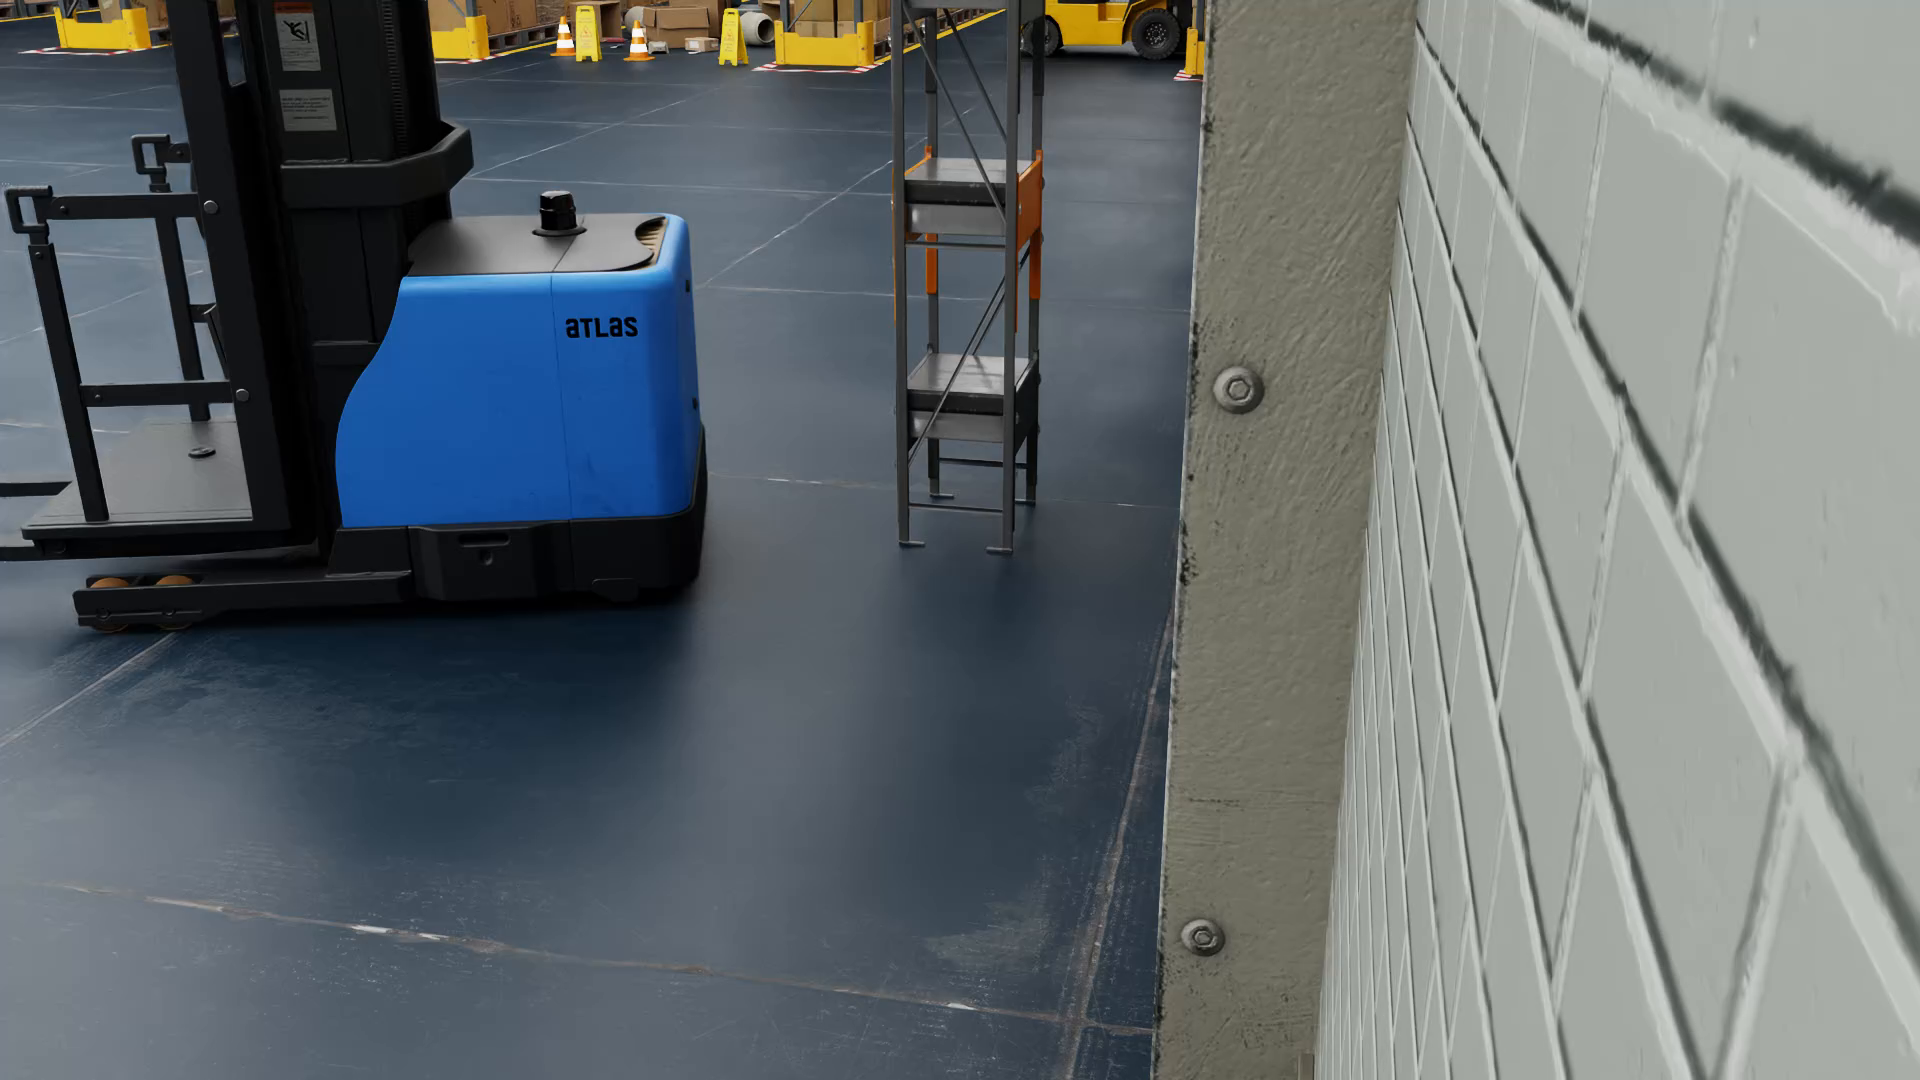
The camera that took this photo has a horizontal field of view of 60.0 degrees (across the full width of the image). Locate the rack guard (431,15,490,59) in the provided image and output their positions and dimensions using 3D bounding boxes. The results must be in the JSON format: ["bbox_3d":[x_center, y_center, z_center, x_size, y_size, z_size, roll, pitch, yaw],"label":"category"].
[{"bbox_3d":[-6.529,-6.329,20.887,1.175,0.500,0.348,4,22,11],"label":"rack guard"}]

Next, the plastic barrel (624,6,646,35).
[{"bbox_3d":[-4.438,-7.233,23.235,0.421,0.421,0.512,-16,27,-35],"label":"plastic barrel"}]

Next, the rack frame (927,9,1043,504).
[{"bbox_3d":[0.084,-1.124,5.822,0.400,2.100,0.015,4,22,11],"label":"rack frame"}]

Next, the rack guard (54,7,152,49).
[{"bbox_3d":[-11.344,-6.780,22.008,1.175,0.500,0.348,4,22,11],"label":"rack guard"}]

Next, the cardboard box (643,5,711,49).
[{"bbox_3d":[-3.778,-6.834,22.137,0.797,0.503,0.637,-11,25,-26],"label":"cardboard box"}]

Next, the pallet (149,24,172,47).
[{"bbox_3d":[-11.143,-6.941,22.793,1.003,0.211,1.213,4,22,11],"label":"pallet"}]

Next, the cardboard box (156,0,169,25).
[{"bbox_3d":[-11.127,-7.396,22.974,0.500,0.500,0.500,11,24,25],"label":"cardboard box"}]

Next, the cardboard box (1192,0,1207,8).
[{"bbox_3d":[2.991,-6.355,19.386,0.500,0.250,0.500,5,23,13],"label":"cardboard box"}]

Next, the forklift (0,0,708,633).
[{"bbox_3d":[-2.396,-1.281,5.098,3.031,2.935,1.130,-2,22,-6],"label":"forklift"}]

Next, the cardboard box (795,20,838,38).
[{"bbox_3d":[-1.751,-6.401,20.838,0.500,0.250,0.500,4,22,11],"label":"cardboard box"}]

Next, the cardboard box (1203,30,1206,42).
[{"bbox_3d":[2.989,-5.895,19.582,0.500,0.250,0.500,5,22,11],"label":"cardboard box"}]

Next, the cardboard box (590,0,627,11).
[{"bbox_3d":[-5.669,-8.345,24.997,1.050,0.750,0.750,4,22,11],"label":"cardboard box"}]

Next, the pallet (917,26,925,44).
[{"bbox_3d":[-0.944,-7.078,23.133,1.003,0.211,1.213,4,22,11],"label":"pallet"}]

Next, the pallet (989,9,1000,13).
[{"bbox_3d":[0.209,-9.071,28.084,1.003,0.211,1.213,4,22,11],"label":"pallet"}]

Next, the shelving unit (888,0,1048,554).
[{"bbox_3d":[0.034,-1.035,5.600,0.431,2.100,0.503,4,22,11],"label":"shelving unit"}]

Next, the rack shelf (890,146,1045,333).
[{"bbox_3d":[0.034,-1.022,5.605,0.431,0.518,0.480,4,22,11],"label":"rack shelf"}]

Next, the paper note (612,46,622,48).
[{"bbox_3d":[-4.551,-6.548,22.061,0.144,0.017,0.142,13,25,29],"label":"paper note"}]

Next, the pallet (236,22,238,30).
[{"bbox_3d":[-10.645,-7.833,25.009,1.003,0.211,1.213,4,22,11],"label":"pallet"}]

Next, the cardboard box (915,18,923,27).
[{"bbox_3d":[-0.798,-7.107,22.591,0.500,0.250,0.500,4,22,9],"label":"cardboard box"}]

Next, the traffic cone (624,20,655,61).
[{"bbox_3d":[-3.989,-6.196,20.606,0.336,0.463,0.334,4,22,11],"label":"traffic cone"}]

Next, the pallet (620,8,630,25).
[{"bbox_3d":[-5.624,-7.954,25.310,1.003,0.211,1.213,4,22,11],"label":"pallet"}]

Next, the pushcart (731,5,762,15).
[{"bbox_3d":[-3.084,-7.559,24.105,1.648,0.377,0.936,-3,22,-8],"label":"pushcart"}]

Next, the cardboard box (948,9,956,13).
[{"bbox_3d":[-0.593,-8.050,24.772,0.950,0.372,0.625,6,23,14],"label":"cardboard box"}]

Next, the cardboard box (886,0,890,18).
[{"bbox_3d":[-1.116,-6.898,21.069,0.500,0.500,0.500,4,22,9],"label":"cardboard box"}]

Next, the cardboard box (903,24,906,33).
[{"bbox_3d":[-1.012,-6.736,21.672,0.500,0.250,0.500,6,23,15],"label":"cardboard box"}]

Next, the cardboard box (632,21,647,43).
[{"bbox_3d":[-4.256,-6.923,22.675,0.396,0.266,0.258,8,23,20],"label":"cardboard box"}]

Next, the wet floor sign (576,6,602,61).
[{"bbox_3d":[-4.592,-6.243,20.480,0.267,0.644,0.232,1,22,2],"label":"wet floor sign"}]

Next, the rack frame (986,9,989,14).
[{"bbox_3d":[-0.025,-10.082,26.861,1.000,3.000,0.127,4,22,11],"label":"rack frame"}]

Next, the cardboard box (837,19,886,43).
[{"bbox_3d":[-1.222,-6.350,20.712,0.500,0.250,0.500,4,22,10],"label":"cardboard box"}]

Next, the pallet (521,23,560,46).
[{"bbox_3d":[-6.186,-6.947,22.808,1.003,0.211,1.213,4,22,11],"label":"pallet"}]

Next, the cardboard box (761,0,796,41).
[{"bbox_3d":[-2.392,-7.173,22.980,0.500,0.500,0.500,-16,27,-35],"label":"cardboard box"}]

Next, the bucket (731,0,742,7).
[{"bbox_3d":[-3.479,-7.921,23.842,0.726,0.611,0.620,13,15,29],"label":"bucket"}]

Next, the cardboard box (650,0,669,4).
[{"bbox_3d":[-5.279,-9.038,26.718,1.050,0.750,0.750,5,22,12],"label":"cardboard box"}]

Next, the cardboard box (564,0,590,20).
[{"bbox_3d":[-5.905,-7.944,23.835,0.875,0.875,0.875,5,22,12],"label":"cardboard box"}]

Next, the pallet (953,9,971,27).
[{"bbox_3d":[-0.437,-8.058,25.568,1.003,0.211,1.213,4,22,11],"label":"pallet"}]

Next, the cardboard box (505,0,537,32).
[{"bbox_3d":[-6.273,-7.281,22.188,0.875,0.875,0.875,4,22,10],"label":"cardboard box"}]

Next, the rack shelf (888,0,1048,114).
[{"bbox_3d":[0.034,-1.671,5.344,0.431,0.518,0.480,4,22,11],"label":"rack shelf"}]

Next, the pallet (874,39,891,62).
[{"bbox_3d":[-1.442,-6.185,20.917,1.003,0.211,1.213,4,22,11],"label":"pallet"}]

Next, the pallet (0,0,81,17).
[{"bbox_3d":[-15.269,-8.749,27.283,1.003,0.211,1.213,4,22,11],"label":"pallet"}]

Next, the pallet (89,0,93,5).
[{"bbox_3d":[-14.772,-9.641,29.499,1.003,0.211,1.213,4,22,11],"label":"pallet"}]

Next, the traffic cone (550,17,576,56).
[{"bbox_3d":[-5.026,-6.406,21.129,0.336,0.463,0.334,4,22,11],"label":"traffic cone"}]

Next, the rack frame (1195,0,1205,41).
[{"bbox_3d":[3.202,-6.780,18.660,1.000,3.000,0.127,4,22,11],"label":"rack frame"}]
